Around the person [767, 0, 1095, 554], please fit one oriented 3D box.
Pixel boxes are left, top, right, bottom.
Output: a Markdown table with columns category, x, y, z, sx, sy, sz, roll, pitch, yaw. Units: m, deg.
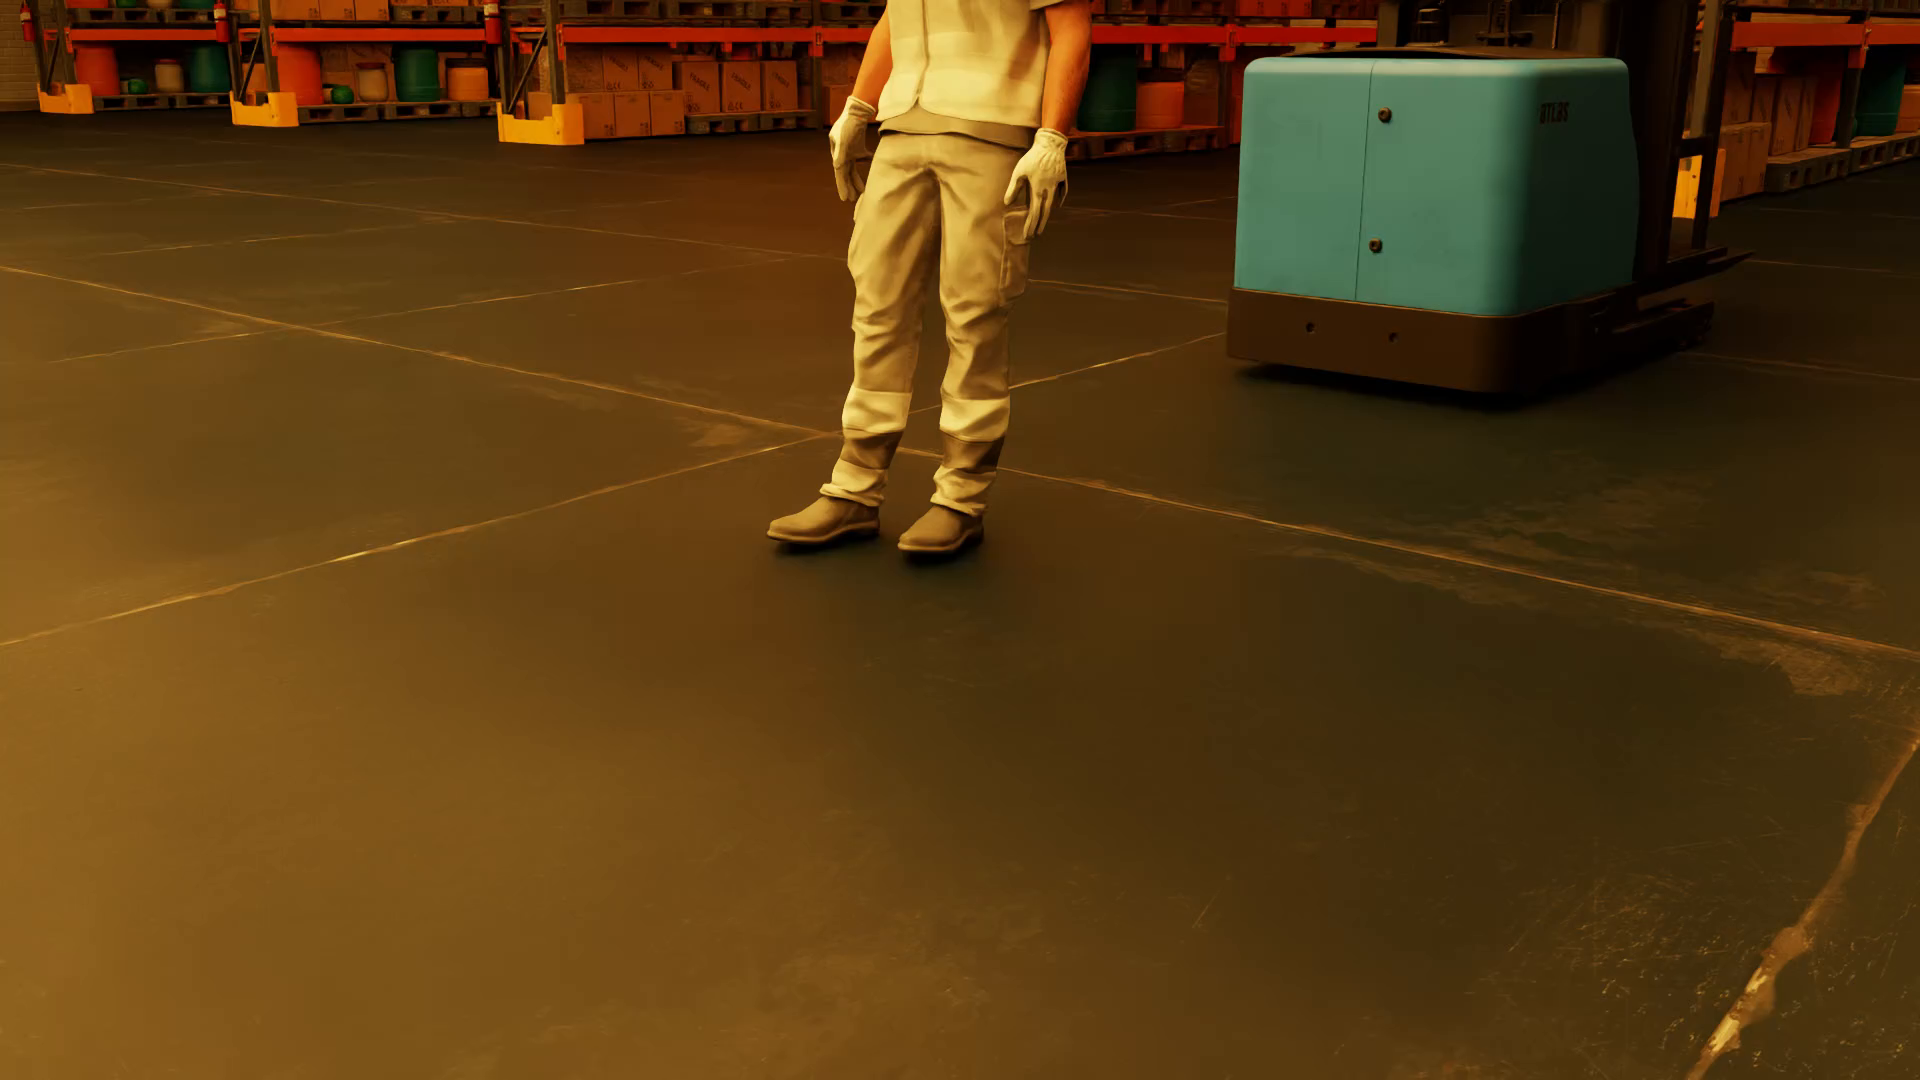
| category | x | y | z | sx | sy | sz | roll | pitch | yaw |
| --- | --- | --- | --- | --- | --- | --- | --- | --- | --- |
| person | -0.061 | -0.848 | 3.629 | 0.637 | 1.787 | 0.564 | 13 | 21 | 37 |

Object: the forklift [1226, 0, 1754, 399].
| category | x | y | z | sx | sy | sz | roll | pitch | yaw |
| --- | --- | --- | --- | --- | --- | --- | --- | --- | --- |
| forklift | 2.285 | -2.211 | 6.180 | 1.130 | 2.935 | 3.031 | 14 | 22 | 39 |
